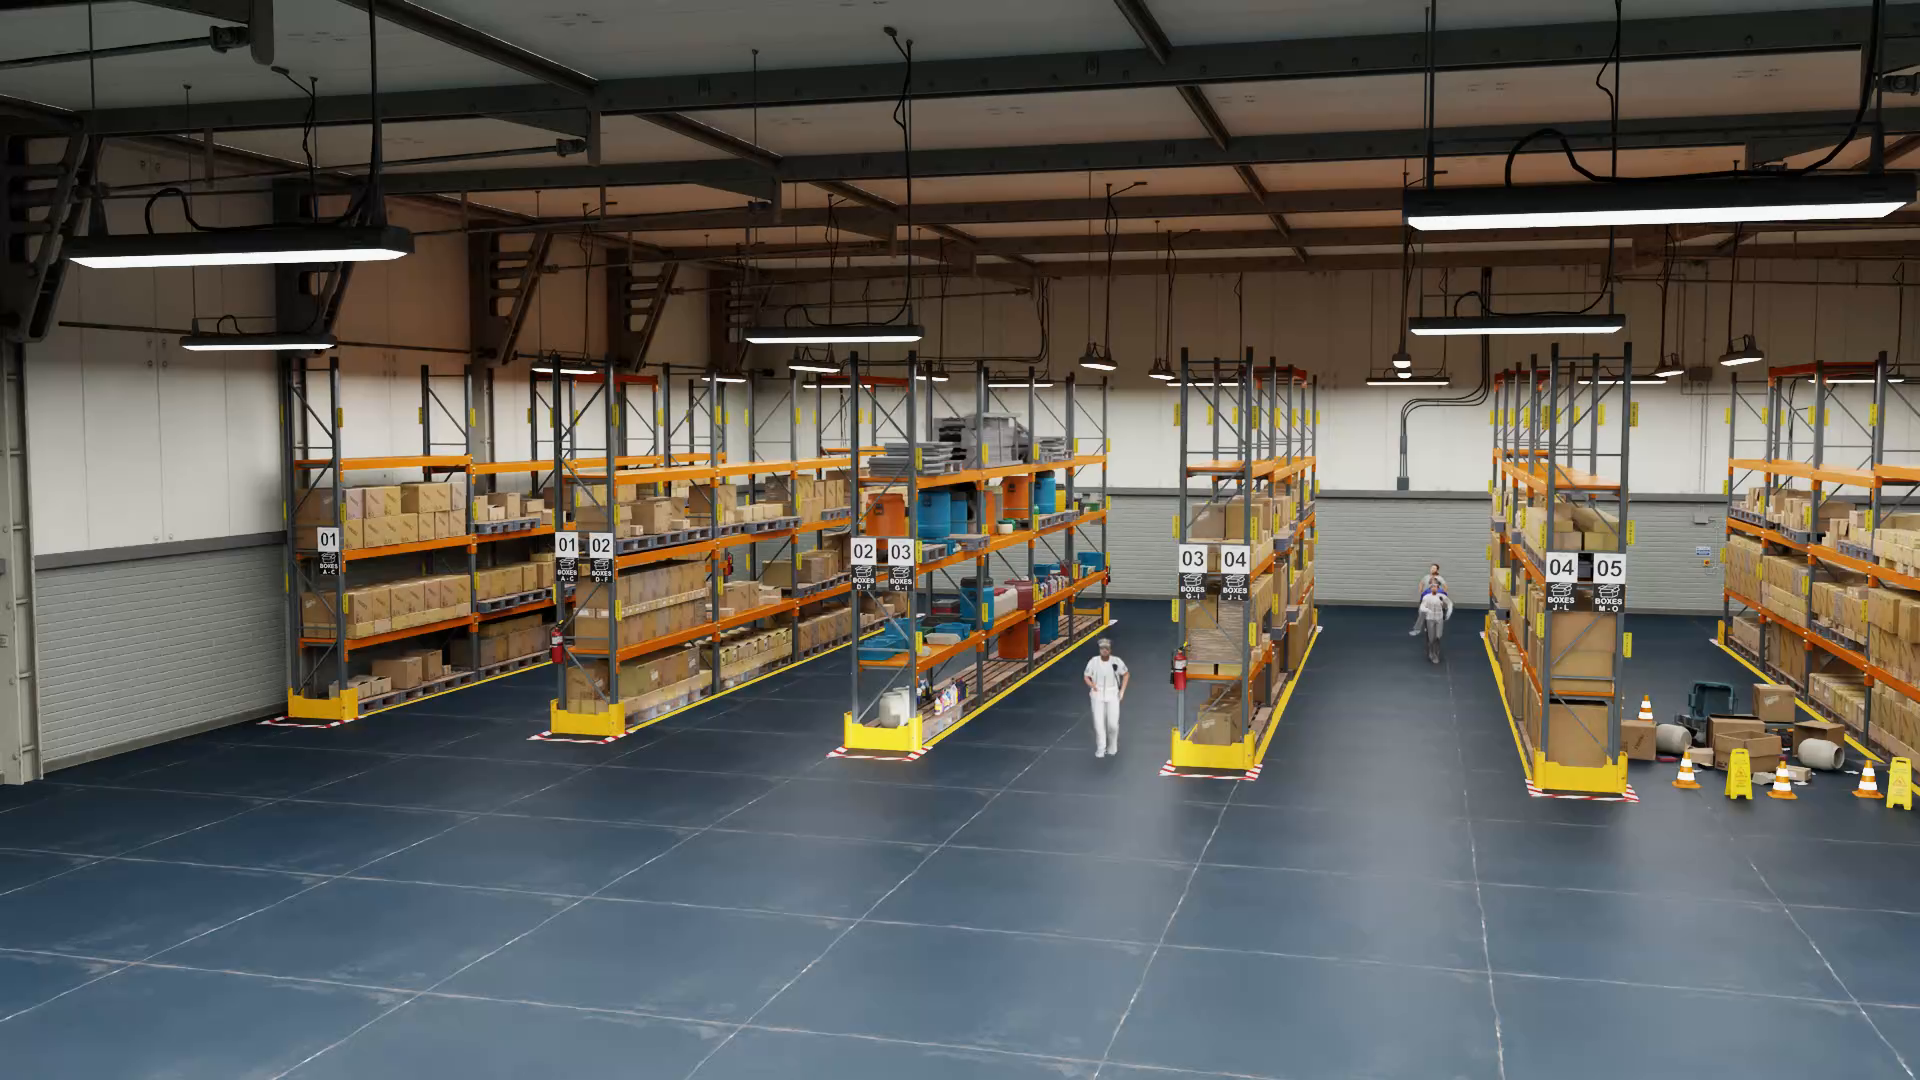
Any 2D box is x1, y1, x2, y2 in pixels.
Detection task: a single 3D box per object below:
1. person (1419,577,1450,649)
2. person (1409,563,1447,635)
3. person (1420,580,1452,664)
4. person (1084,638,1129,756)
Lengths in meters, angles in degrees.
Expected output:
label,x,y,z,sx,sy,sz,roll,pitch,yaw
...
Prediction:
label,x,y,z,sx,sy,sz,roll,pitch,yaw
person,9.957,1.596,34.954,0.593,1.619,1.020,2,4,21
person,10.749,1.354,38.218,0.913,1.632,0.605,-2,5,-30
person,9.749,1.679,34.084,0.618,1.728,0.733,2,5,22
person,2.151,2.328,24.495,0.661,1.769,0.578,1,4,8
